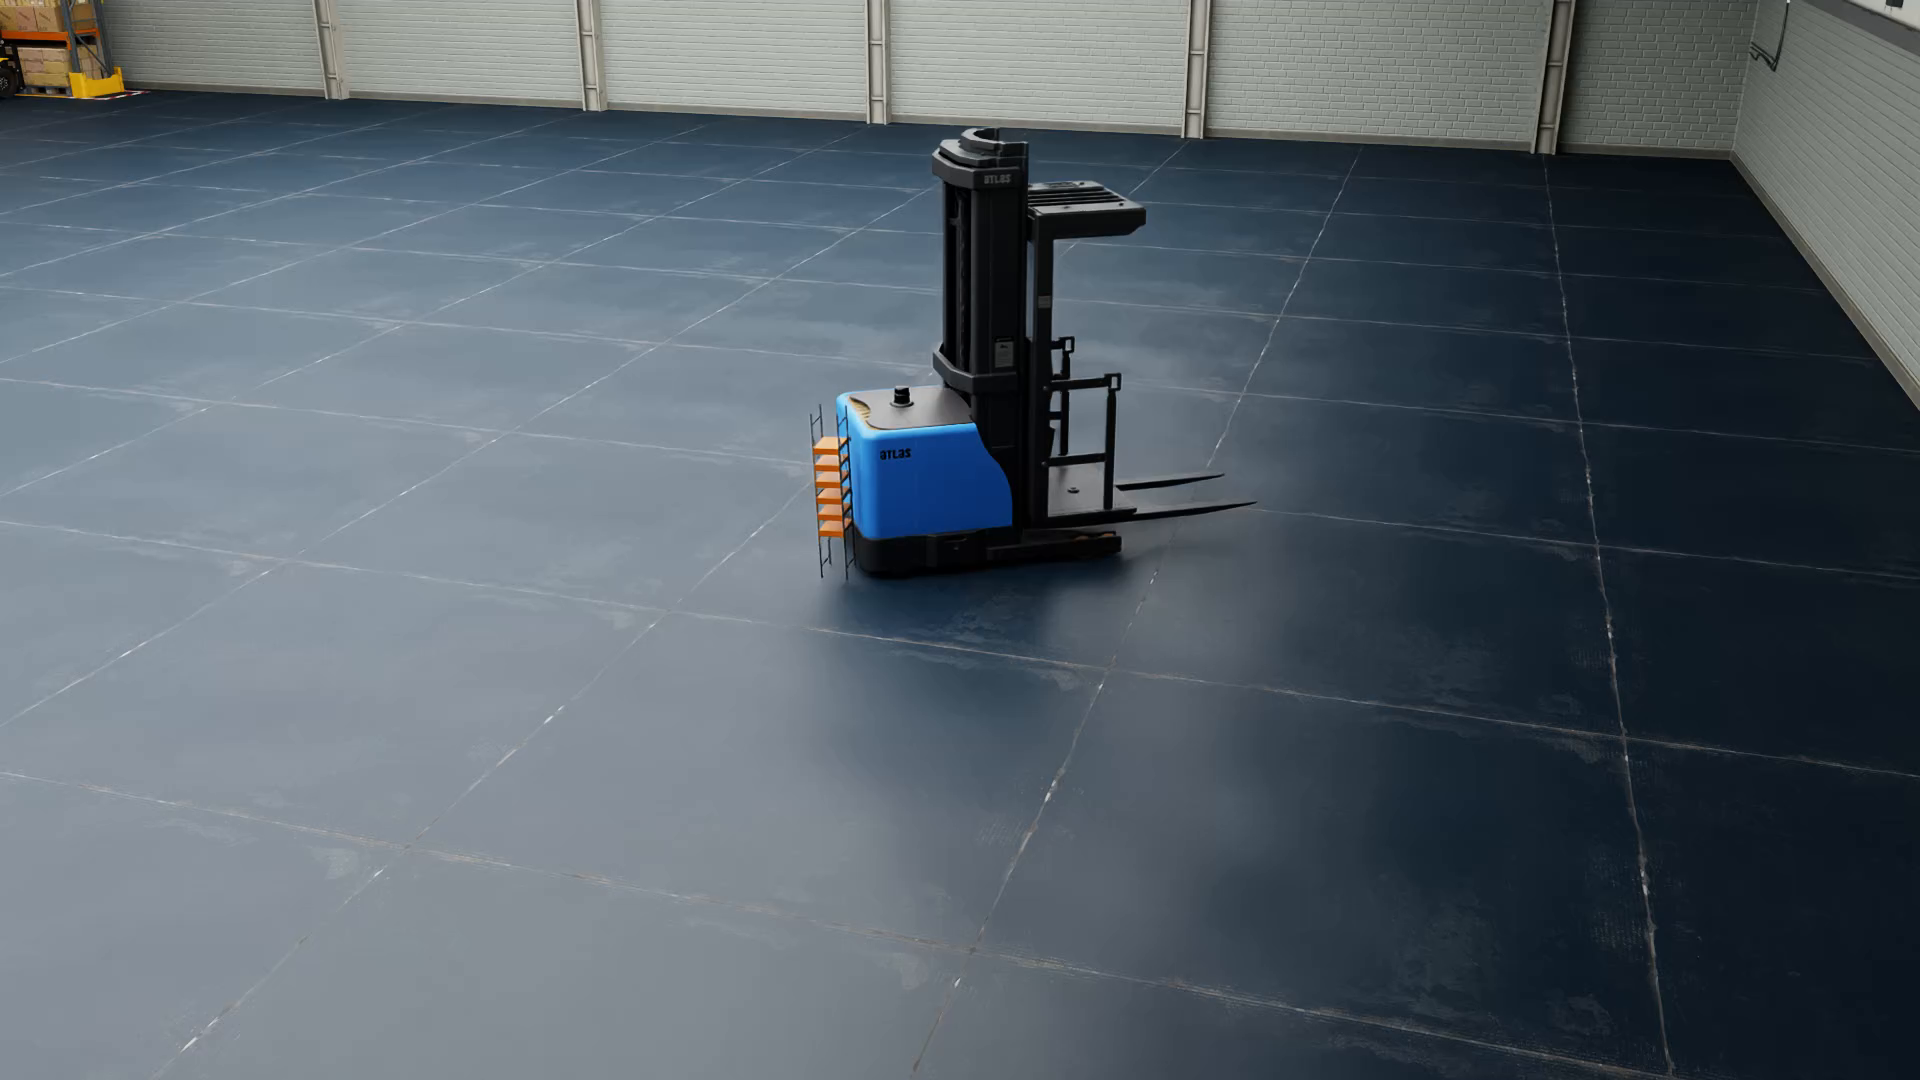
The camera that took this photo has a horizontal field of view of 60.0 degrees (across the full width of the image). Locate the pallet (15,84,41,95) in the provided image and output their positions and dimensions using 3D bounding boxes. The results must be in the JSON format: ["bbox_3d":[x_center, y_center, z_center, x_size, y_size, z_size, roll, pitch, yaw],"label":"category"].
[{"bbox_3d":[-20.268,-9.802,35.887,1.213,0.211,1.003,7,23,15],"label":"pallet"}]

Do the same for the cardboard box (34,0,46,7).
[{"bbox_3d":[-19.026,-11.189,34.607,0.250,0.149,0.380,7,23,16],"label":"cardboard box"}]

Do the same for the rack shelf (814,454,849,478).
[{"bbox_3d":[-0.878,-0.511,11.412,0.180,0.103,0.258,3,22,11],"label":"rack shelf"}]

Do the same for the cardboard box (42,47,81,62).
[{"bbox_3d":[-18.891,-10.211,34.962,0.500,0.250,0.500,7,23,17],"label":"cardboard box"}]

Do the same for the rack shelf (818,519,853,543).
[{"bbox_3d":[-0.863,-0.066,11.591,0.180,0.103,0.258,3,22,11],"label":"rack shelf"}]

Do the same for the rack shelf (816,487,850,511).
[{"bbox_3d":[-0.871,-0.288,11.502,0.180,0.103,0.258,3,22,11],"label":"rack shelf"}]

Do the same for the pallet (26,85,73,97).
[{"bbox_3d":[-19.104,-9.667,35.559,1.213,0.211,1.003,7,23,16],"label":"pallet"}]

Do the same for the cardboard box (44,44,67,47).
[{"bbox_3d":[-19.245,-10.448,35.542,0.500,0.250,0.500,7,23,16],"label":"cardboard box"}]

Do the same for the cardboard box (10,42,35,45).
[{"bbox_3d":[-20.209,-10.566,35.828,0.500,0.250,0.500,6,23,14],"label":"cardboard box"}]

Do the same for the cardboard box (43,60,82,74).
[{"bbox_3d":[-18.916,-9.982,35.063,0.500,0.250,0.500,6,23,15],"label":"cardboard box"}]

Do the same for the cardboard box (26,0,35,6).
[{"bbox_3d":[-19.257,-11.239,34.731,0.250,0.149,0.380,7,23,17],"label":"cardboard box"}]

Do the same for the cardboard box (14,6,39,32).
[{"bbox_3d":[-19.401,-10.954,34.890,0.500,0.500,0.500,7,23,17],"label":"cardboard box"}]

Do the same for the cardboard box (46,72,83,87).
[{"bbox_3d":[-18.901,-9.748,35.151,0.500,0.250,0.500,7,23,16],"label":"cardboard box"}]

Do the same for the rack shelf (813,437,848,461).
[{"bbox_3d":[-0.882,-0.622,11.367,0.180,0.103,0.258,3,22,11],"label":"rack shelf"}]

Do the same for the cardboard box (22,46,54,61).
[{"bbox_3d":[-19.381,-10.264,35.093,0.500,0.250,0.500,7,23,16],"label":"cardboard box"}]

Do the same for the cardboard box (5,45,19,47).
[{"bbox_3d":[-20.350,-10.374,35.362,0.500,0.250,0.500,6,23,14],"label":"cardboard box"}]

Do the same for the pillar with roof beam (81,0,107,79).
[{"bbox_3d":[-20.009,-12.504,30.896,0.400,9.000,9.100,7,23,16],"label":"pillar with roof beam"}]

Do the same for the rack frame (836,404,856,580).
[{"bbox_3d":[-0.783,-0.325,11.467,0.006,1.200,0.240,3,22,11],"label":"rack frame"}]

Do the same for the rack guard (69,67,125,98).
[{"bbox_3d":[-18.337,-9.730,35.331,0.348,0.500,1.175,7,23,16],"label":"rack guard"}]

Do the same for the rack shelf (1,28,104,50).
[{"bbox_3d":[-20.274,-10.775,35.534,4.000,0.370,1.077,7,23,16],"label":"rack shelf"}]

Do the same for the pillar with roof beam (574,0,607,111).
[{"bbox_3d":[-8.521,-11.189,27.689,0.400,9.000,9.100,7,23,16],"label":"pillar with roof beam"}]

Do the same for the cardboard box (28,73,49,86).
[{"bbox_3d":[-19.374,-9.806,35.292,0.500,0.250,0.500,7,23,15],"label":"cardboard box"}]

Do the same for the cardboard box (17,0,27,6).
[{"bbox_3d":[-19.491,-11.271,34.807,0.250,0.149,0.380,6,23,15],"label":"cardboard box"}]

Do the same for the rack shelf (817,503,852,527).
[{"bbox_3d":[-0.867,-0.177,11.546,0.180,0.103,0.258,3,22,11],"label":"rack shelf"}]

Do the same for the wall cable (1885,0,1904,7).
[{"bbox_3d":[9.636,-8.102,15.683,0.169,6.003,2.305,7,23,16],"label":"wall cable"}]

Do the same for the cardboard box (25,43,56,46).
[{"bbox_3d":[-19.720,-10.507,35.685,0.500,0.250,0.500,6,23,15],"label":"cardboard box"}]

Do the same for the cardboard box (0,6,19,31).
[{"bbox_3d":[-19.891,-11.010,35.026,0.500,0.500,0.500,6,23,14],"label":"cardboard box"}]

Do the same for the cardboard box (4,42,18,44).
[{"bbox_3d":[-20.692,-10.618,35.955,0.500,0.250,0.500,7,23,16],"label":"cardboard box"}]

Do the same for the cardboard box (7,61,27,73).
[{"bbox_3d":[-19.893,-10.090,35.326,0.500,0.250,0.500,6,23,14],"label":"cardboard box"}]

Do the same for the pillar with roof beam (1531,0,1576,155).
[{"bbox_3d":[8.712,-9.215,22.878,0.400,9.000,9.100,7,23,16],"label":"pillar with roof beam"}]

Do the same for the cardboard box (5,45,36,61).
[{"bbox_3d":[-19.867,-10.316,35.219,0.500,0.250,0.500,7,23,16],"label":"cardboard box"}]

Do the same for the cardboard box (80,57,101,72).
[{"bbox_3d":[-18.750,-10.169,35.520,0.500,0.250,0.500,7,23,16],"label":"cardboard box"}]

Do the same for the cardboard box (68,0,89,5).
[{"bbox_3d":[-18.610,-11.367,35.041,0.250,0.149,0.380,6,23,14],"label":"cardboard box"}]

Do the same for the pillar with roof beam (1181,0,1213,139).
[{"bbox_3d":[2.967,-9.873,24.482,0.400,9.000,9.100,7,23,16],"label":"pillar with roof beam"}]

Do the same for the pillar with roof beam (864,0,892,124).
[{"bbox_3d":[-2.777,-10.531,26.085,0.400,9.000,9.100,7,23,16],"label":"pillar with roof beam"}]

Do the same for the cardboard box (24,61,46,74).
[{"bbox_3d":[-19.393,-10.041,35.207,0.500,0.250,0.500,6,23,15],"label":"cardboard box"}]

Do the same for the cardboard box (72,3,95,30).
[{"bbox_3d":[-18.754,-11.090,35.222,0.500,0.500,0.500,7,23,17],"label":"cardboard box"}]

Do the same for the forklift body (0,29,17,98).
[{"bbox_3d":[-20.702,-10.041,33.915,1.214,2.155,2.313,7,23,16],"label":"forklift body"}]

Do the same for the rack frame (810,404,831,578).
[{"bbox_3d":[-0.962,-0.334,11.503,0.006,1.200,0.240,3,22,11],"label":"rack frame"}]

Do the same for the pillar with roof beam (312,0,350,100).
[{"bbox_3d":[-14.265,-11.846,29.292,0.400,9.000,9.100,7,23,16],"label":"pillar with roof beam"}]

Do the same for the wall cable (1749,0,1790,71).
[{"bbox_3d":[12.394,-8.539,25.322,0.112,2.526,3.097,7,23,16],"label":"wall cable"}]

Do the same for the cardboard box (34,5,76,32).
[{"bbox_3d":[-18.907,-10.894,34.743,0.500,0.500,0.500,6,23,14],"label":"cardboard box"}]

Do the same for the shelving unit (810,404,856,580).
[{"bbox_3d":[-0.872,-0.329,11.485,0.189,1.200,0.258,3,22,11],"label":"shelving unit"}]

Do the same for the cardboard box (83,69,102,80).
[{"bbox_3d":[-18.773,-9.936,35.610,0.500,0.250,0.500,7,23,16],"label":"cardboard box"}]

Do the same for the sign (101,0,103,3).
[{"bbox_3d":[-18.194,-11.527,35.174,0.005,0.325,0.100,7,23,16],"label":"sign"}]

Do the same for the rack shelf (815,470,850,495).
[{"bbox_3d":[-0.874,-0.400,11.457,0.180,0.103,0.258,3,22,11],"label":"rack shelf"}]

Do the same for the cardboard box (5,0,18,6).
[{"bbox_3d":[-19.760,-11.283,34.837,0.250,0.149,0.380,6,23,14],"label":"cardboard box"}]

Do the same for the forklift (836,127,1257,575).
[{"bbox_3d":[0.668,-1.405,11.832,3.031,2.935,1.130,-6,23,-14],"label":"forklift"}]

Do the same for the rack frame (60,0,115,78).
[{"bbox_3d":[-18.360,-10.889,34.863,0.127,3.000,1.000,7,23,16],"label":"rack frame"}]

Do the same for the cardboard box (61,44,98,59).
[{"bbox_3d":[-18.765,-10.395,35.411,0.500,0.250,0.500,6,23,15],"label":"cardboard box"}]

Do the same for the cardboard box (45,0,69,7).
[{"bbox_3d":[-18.773,-11.171,34.565,0.250,0.149,0.380,7,23,16],"label":"cardboard box"}]

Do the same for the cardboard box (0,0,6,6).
[{"bbox_3d":[-20.008,-11.303,34.887,0.250,0.149,0.380,7,23,16],"label":"cardboard box"}]

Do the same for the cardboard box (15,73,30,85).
[{"bbox_3d":[-19.851,-9.864,35.434,0.500,0.250,0.500,7,23,16],"label":"cardboard box"}]
